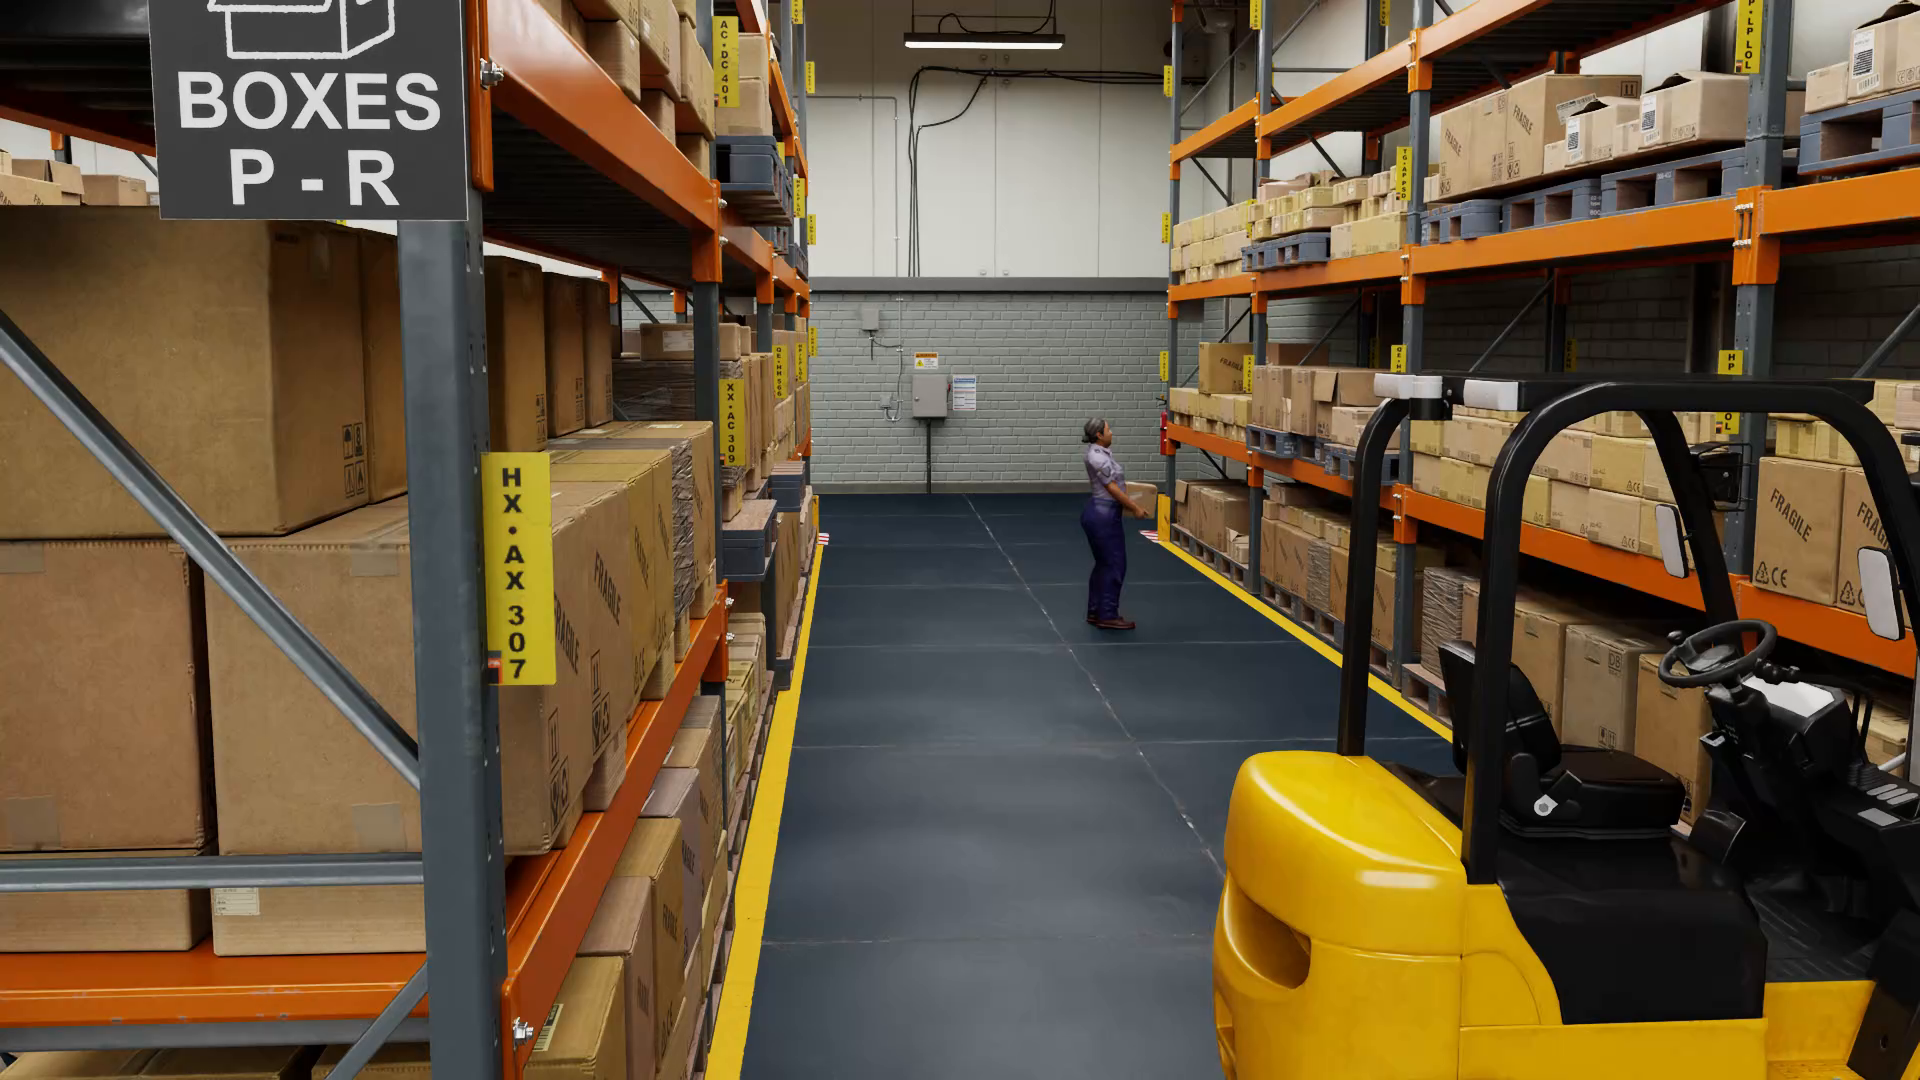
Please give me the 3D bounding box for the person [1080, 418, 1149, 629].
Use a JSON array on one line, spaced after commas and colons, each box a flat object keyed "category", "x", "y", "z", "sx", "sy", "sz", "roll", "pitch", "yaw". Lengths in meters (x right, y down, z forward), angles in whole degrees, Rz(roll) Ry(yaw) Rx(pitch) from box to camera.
[{"category": "person", "x": 1.200, "y": -0.135, "z": 12.991, "sx": 0.517, "sy": 1.627, "sz": 0.452, "roll": 0, "pitch": 7, "yaw": -3}]
